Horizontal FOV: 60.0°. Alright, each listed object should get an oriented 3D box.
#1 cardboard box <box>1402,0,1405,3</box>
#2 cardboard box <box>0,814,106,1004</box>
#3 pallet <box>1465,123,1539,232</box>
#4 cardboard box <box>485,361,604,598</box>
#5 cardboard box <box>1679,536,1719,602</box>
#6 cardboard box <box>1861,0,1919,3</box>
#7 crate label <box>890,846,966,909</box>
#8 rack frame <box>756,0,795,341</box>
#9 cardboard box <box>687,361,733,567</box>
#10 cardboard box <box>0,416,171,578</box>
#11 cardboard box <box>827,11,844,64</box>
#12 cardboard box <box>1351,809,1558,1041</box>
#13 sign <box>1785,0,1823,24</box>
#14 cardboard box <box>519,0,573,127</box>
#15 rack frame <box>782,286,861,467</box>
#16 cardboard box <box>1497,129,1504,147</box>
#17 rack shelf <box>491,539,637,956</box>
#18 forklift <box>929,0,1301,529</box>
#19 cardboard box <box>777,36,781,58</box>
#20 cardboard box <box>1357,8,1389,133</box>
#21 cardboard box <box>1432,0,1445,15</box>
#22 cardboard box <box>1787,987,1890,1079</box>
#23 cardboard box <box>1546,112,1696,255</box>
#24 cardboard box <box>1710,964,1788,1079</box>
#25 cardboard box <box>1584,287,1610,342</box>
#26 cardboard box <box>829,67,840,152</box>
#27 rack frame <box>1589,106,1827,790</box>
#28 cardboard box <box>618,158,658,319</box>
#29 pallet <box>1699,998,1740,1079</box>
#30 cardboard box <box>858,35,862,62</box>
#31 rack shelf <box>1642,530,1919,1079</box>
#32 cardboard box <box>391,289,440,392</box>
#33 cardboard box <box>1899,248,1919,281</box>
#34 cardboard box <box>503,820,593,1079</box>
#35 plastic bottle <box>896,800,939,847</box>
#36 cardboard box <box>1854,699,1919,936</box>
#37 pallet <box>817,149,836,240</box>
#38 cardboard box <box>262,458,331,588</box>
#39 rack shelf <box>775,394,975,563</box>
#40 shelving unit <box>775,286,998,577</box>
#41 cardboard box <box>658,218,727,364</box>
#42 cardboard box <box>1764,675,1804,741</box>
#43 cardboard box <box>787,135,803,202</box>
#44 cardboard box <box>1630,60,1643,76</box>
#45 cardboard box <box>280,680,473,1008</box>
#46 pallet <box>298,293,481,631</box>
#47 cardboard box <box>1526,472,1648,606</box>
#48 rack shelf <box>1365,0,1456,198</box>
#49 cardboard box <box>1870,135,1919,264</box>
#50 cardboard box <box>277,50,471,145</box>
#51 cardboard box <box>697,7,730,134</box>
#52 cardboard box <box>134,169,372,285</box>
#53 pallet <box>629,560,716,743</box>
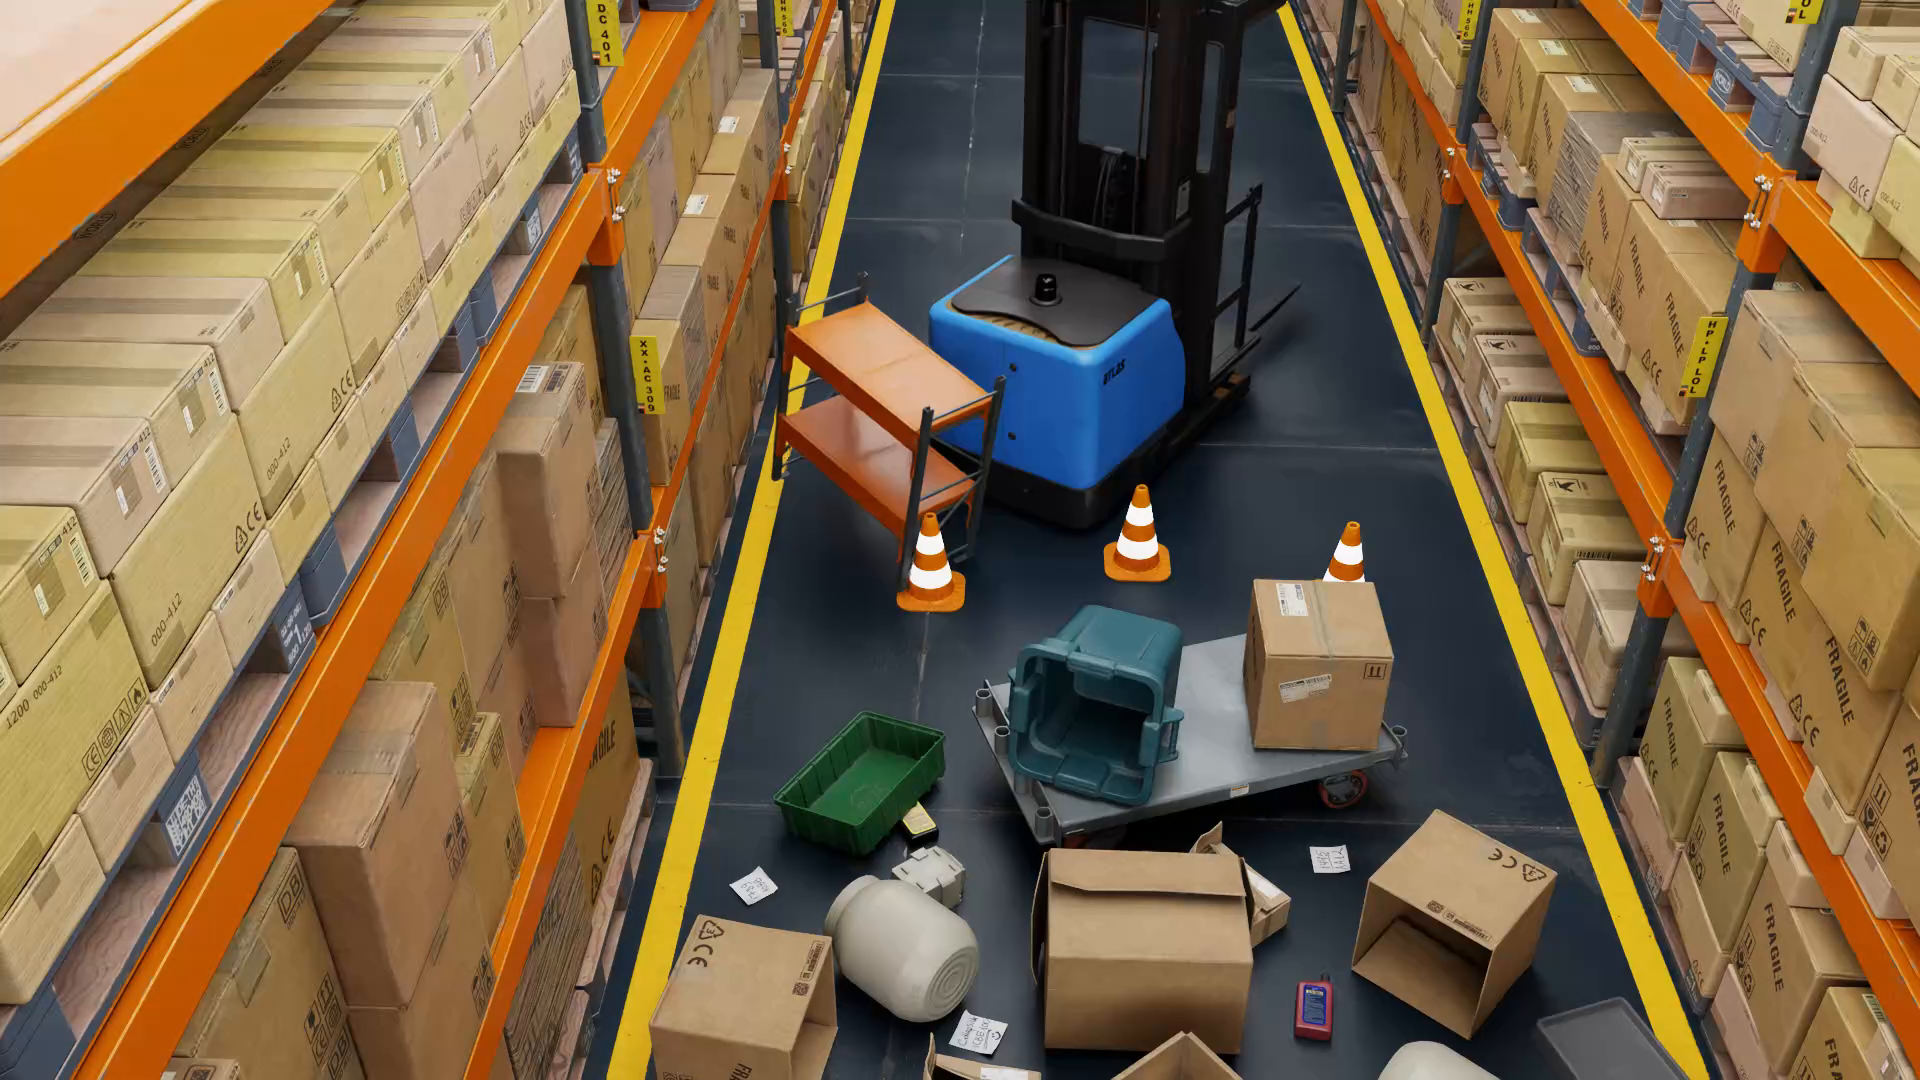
[{"bbox_3d":[3.208,-3.788,11.173,0.500,0.250,0.500,0,35,0],"label":"cardboard box"},{"bbox_3d":[-1.533,0.540,2.476,0.380,0.149,0.250,2,35,2],"label":"cardboard box"},{"bbox_3d":[3.482,-1.983,9.075,1.213,0.211,1.003,1,35,2],"label":"pallet"},{"bbox_3d":[-1.661,-0.205,5.309,0.875,0.550,0.550,1,35,2],"label":"cardboard box"},{"bbox_3d":[2.911,0.101,6.162,0.380,0.149,0.250,1,35,2],"label":"cardboard box"},{"bbox_3d":[3.140,-2.053,5.731,0.500,0.250,0.500,2,35,3],"label":"cardboard box"},{"bbox_3d":[-0.132,1.361,6.640,0.298,0.136,0.250,-24,42,-30],"label":"crate label"},{"bbox_3d":[-1.546,-2.530,9.686,1.000,3.000,0.127,1,35,2],"label":"rack frame"},{"bbox_3d":[-1.729,-0.396,8.242,1.050,0.750,0.750,1,35,2],"label":"cardboard box"},{"bbox_3d":[-1.514,-0.072,2.654,0.380,0.149,0.250,1,35,1],"label":"cardboard box"},{"bbox_3d":[-1.162,-3.850,12.722,0.500,0.250,0.500,0,35,1],"label":"cardboard box"},{"bbox_3d":[1.841,1.431,6.223,0.500,0.500,0.500,28,44,33],"label":"cardboard box"},{"bbox_3d":[2.689,-1.786,5.227,0.100,0.325,0.005,1,35,2],"label":"sign"},{"bbox_3d":[-1.469,-1.443,4.951,0.500,0.250,0.500,1,35,1],"label":"cardboard box"},{"bbox_3d":[-0.725,-0.825,8.539,0.475,0.981,0.013,-26,52,-35],"label":"rack frame"},{"bbox_3d":[3.161,-2.198,9.068,0.380,0.149,0.250,-1,35,-1],"label":"cardboard box"},{"bbox_3d":[-1.787,1.103,4.912,0.919,0.052,3.809,1,35,2],"label":"rack shelf"},{"bbox_3d":[1.064,-2.027,9.108,1.129,2.843,3.031,21,40,27],"label":"forklift"},{"bbox_3d":[-1.315,-3.005,10.216,0.380,0.149,0.250,3,35,4],"label":"cardboard box"},{"bbox_3d":[3.620,-3.716,12.857,0.875,0.875,0.875,2,35,3],"label":"cardboard box"},{"bbox_3d":[3.176,-3.521,10.141,0.500,0.500,0.500,2,35,3],"label":"cardboard box"},{"bbox_3d":[2.900,1.713,5.023,0.500,0.500,0.500,1,35,1],"label":"cardboard box"},{"bbox_3d":[3.099,-1.663,7.742,0.500,0.500,0.500,0,35,0],"label":"cardboard box"},{"bbox_3d":[2.922,1.722,5.662,0.500,0.250,0.500,1,35,1],"label":"cardboard box"},{"bbox_3d":[2.998,-0.993,7.353,0.380,0.149,0.250,2,35,2],"label":"cardboard box"},{"bbox_3d":[-1.184,-3.251,12.522,0.500,0.500,0.500,1,35,1],"label":"cardboard box"},{"bbox_3d":[3.244,-0.175,6.336,1.000,3.000,0.127,1,35,2],"label":"rack frame"},{"bbox_3d":[-1.673,-1.263,6.927,0.700,0.500,0.500,1,35,1],"label":"cardboard box"},{"bbox_3d":[3.206,2.055,5.588,1.003,0.211,1.213,1,35,2],"label":"pallet"},{"bbox_3d":[-1.039,-4.188,14.160,0.380,0.149,0.250,2,35,3],"label":"cardboard box"},{"bbox_3d":[3.164,1.268,4.908,1.077,0.370,4.000,1,35,2],"label":"rack shelf"},{"bbox_3d":[-1.462,-0.475,3.921,0.380,0.149,0.250,1,35,2],"label":"cardboard box"},{"bbox_3d":[3.020,-0.832,4.881,0.380,0.149,0.250,1,35,2],"label":"cardboard box"},{"bbox_3d":[-1.834,1.344,5.658,0.875,0.875,0.875,2,35,2],"label":"cardboard box"},{"bbox_3d":[-0.209,1.164,6.986,0.133,0.061,0.283,-17,38,-22],"label":"plastic bottle"},{"bbox_3d":[2.917,0.776,4.637,0.500,0.500,0.500,2,35,2],"label":"cardboard box"},{"bbox_3d":[-1.461,-2.537,12.122,1.003,0.211,1.213,1,35,2],"label":"pallet"},{"bbox_3d":[-1.493,-0.040,3.302,0.380,0.149,0.250,1,35,2],"label":"cardboard box"},{"bbox_3d":[-0.422,-0.358,8.443,0.538,0.278,1.000,-26,52,-35],"label":"rack shelf"},{"bbox_3d":[-0.389,-0.541,8.284,0.538,0.981,1.030,-26,52,-35],"label":"shelving unit"},{"bbox_3d":[-1.374,-1.146,7.630,0.500,0.500,0.500,1,35,2],"label":"cardboard box"},{"bbox_3d":[2.927,0.542,5.534,0.380,0.149,0.250,2,35,3],"label":"cardboard box"},{"bbox_3d":[-1.276,-2.376,10.625,0.500,0.250,0.500,0,35,0],"label":"cardboard box"},{"bbox_3d":[3.654,-2.243,8.568,0.500,0.500,0.500,1,35,1],"label":"cardboard box"},{"bbox_3d":[-1.725,0.714,4.001,0.875,0.550,0.550,1,35,2],"label":"cardboard box"},{"bbox_3d":[-1.801,-0.254,3.916,1.003,0.211,1.213,1,35,2],"label":"pallet"},{"bbox_3d":[3.644,-2.724,10.260,0.950,2.239,7.527,3,35,5],"label":"cardboard box"},{"bbox_3d":[3.485,-3.328,11.448,1.077,0.370,4.000,1,35,2],"label":"rack shelf"},{"bbox_3d":[2.941,-0.920,4.659,0.500,0.250,0.500,1,35,1],"label":"cardboard box"},{"bbox_3d":[-1.442,-1.095,4.110,0.380,0.149,0.250,1,35,2],"label":"cardboard box"},{"bbox_3d":[-1.592,-2.431,8.590,0.700,0.500,0.500,1,35,1],"label":"cardboard box"},{"bbox_3d":[-1.473,-0.659,3.488,0.380,0.149,0.250,2,35,3],"label":"cardboard box"},{"bbox_3d":[-1.751,0.464,7.852,1.003,0.211,1.213,1,35,2],"label":"pallet"}]
